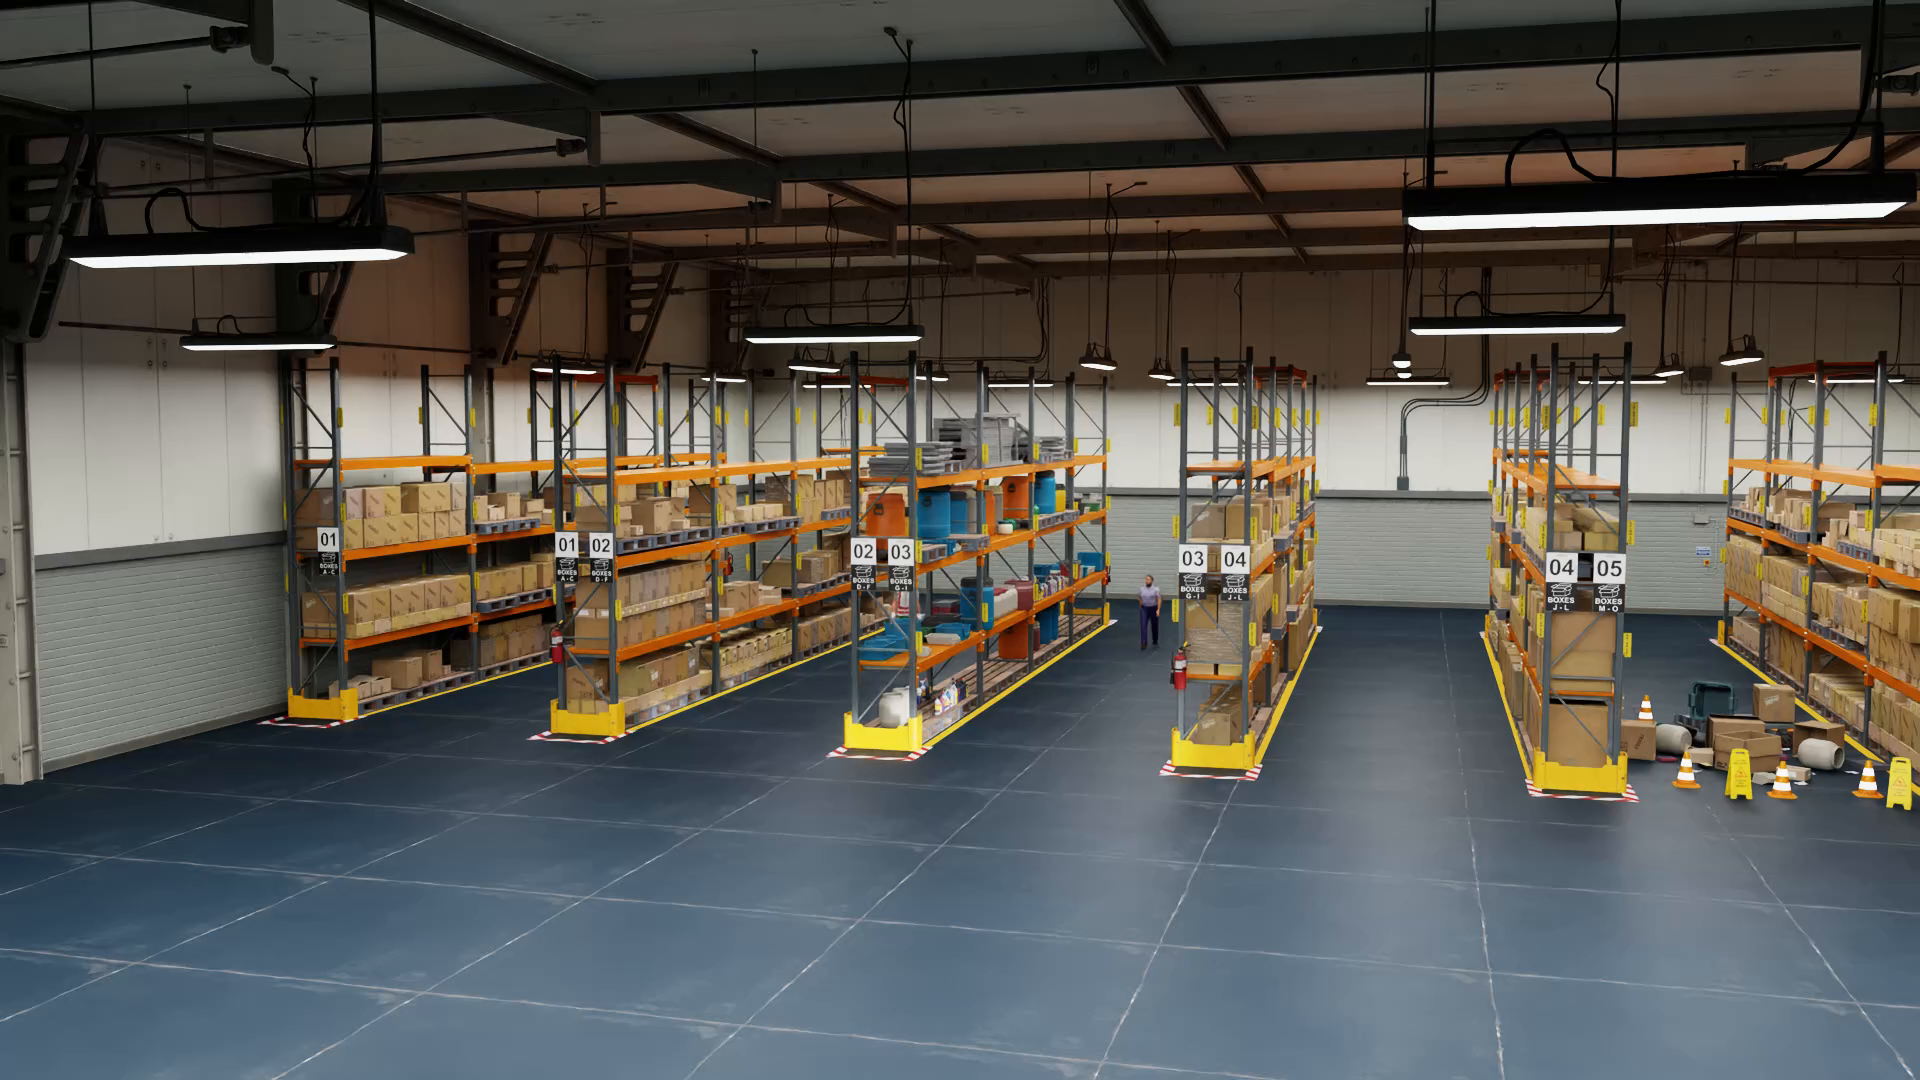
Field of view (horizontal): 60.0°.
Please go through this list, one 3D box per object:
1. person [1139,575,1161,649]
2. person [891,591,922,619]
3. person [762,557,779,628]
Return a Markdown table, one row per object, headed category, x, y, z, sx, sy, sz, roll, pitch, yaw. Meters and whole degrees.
| category | x | y | z | sx | sy | sz | roll | pitch | yaw |
| --- | --- | --- | --- | --- | --- | --- | --- | --- | --- |
| person | 4.123 | 1.541 | 36.108 | 0.502 | 1.588 | 1.034 | 1 | 4 | 14 |
| person | -1.130 | 1.574 | 34.740 | 0.589 | 1.730 | 1.098 | 1 | 4 | 12 |
| person | -4.352 | 1.254 | 38.946 | 0.653 | 1.717 | 1.114 | 1 | 4 | 11 |
